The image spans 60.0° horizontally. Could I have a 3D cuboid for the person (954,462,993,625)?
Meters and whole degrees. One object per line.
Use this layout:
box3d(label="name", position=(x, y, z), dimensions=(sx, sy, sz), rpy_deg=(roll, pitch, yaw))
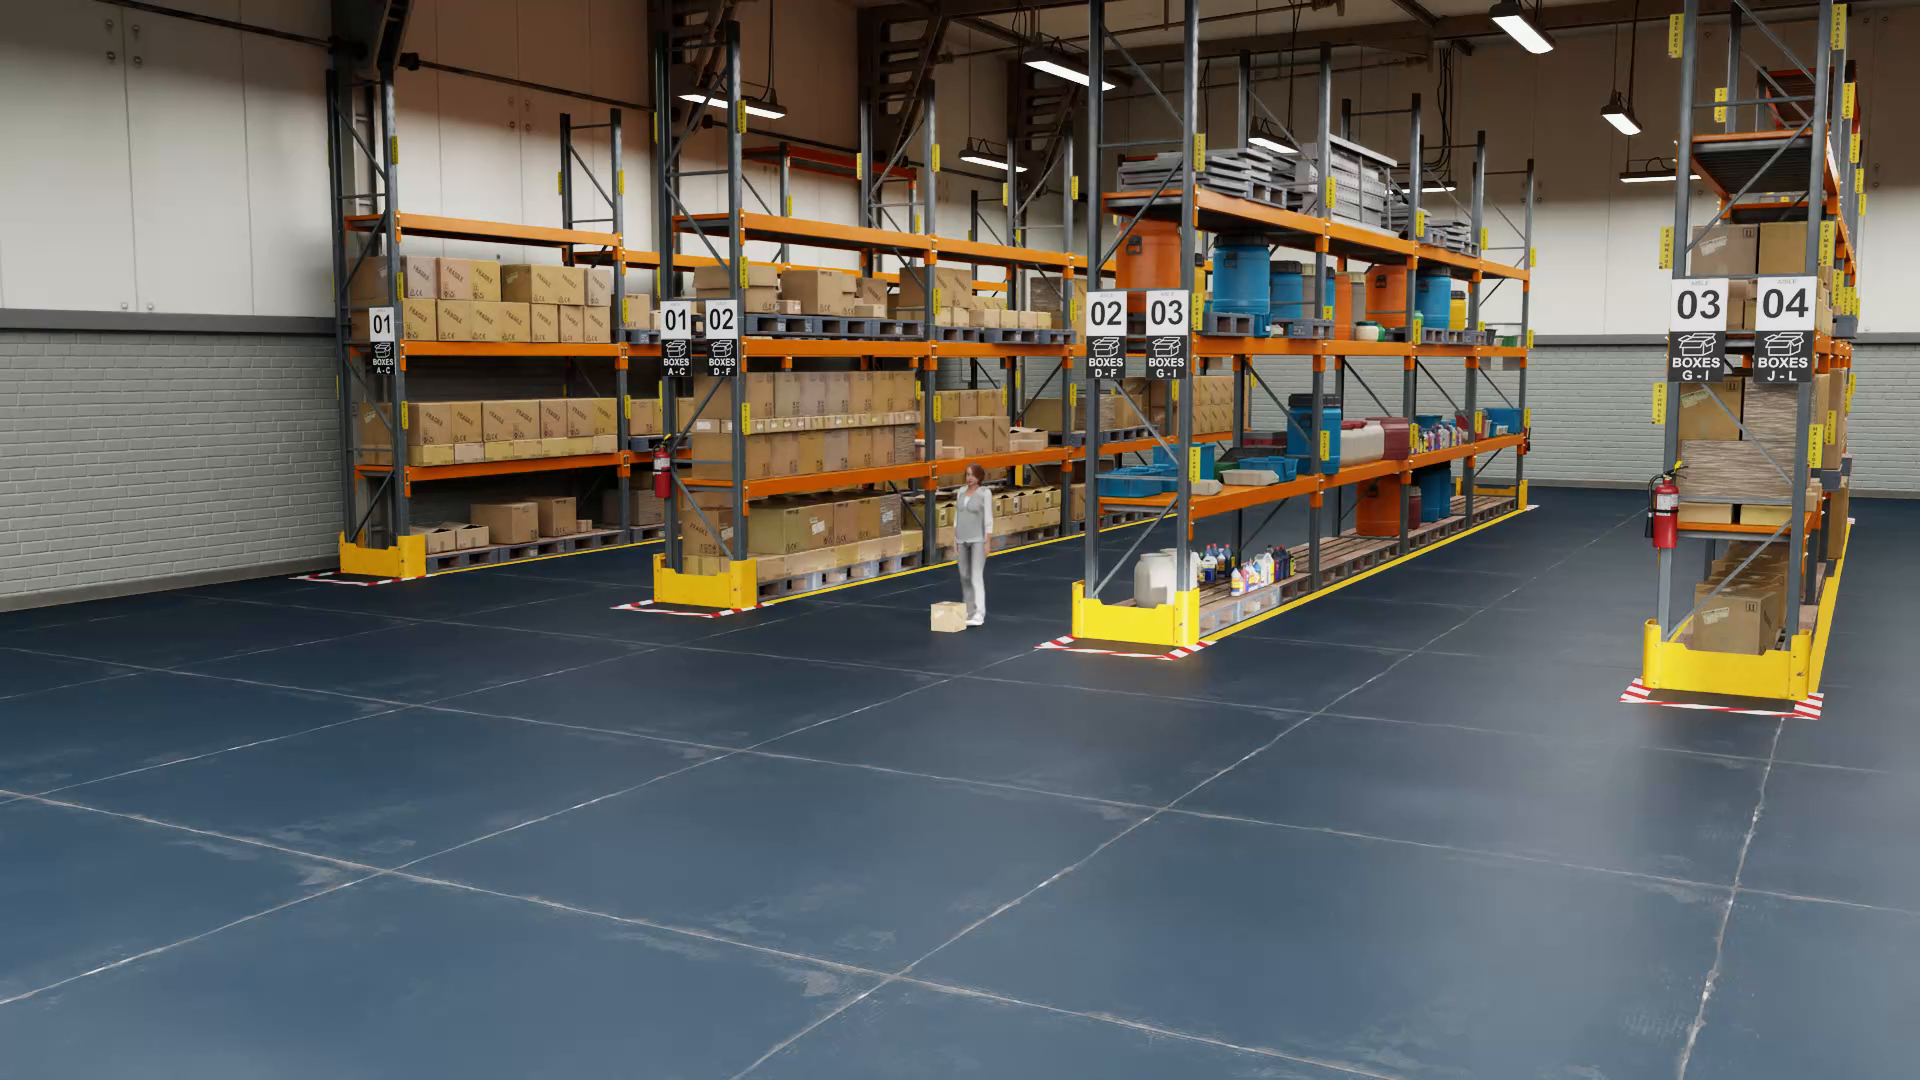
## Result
box3d(label="person", position=(0.121, 0.045, 16.277), dimensions=(0.411, 1.588, 0.448), rpy_deg=(4, 7, 30))
